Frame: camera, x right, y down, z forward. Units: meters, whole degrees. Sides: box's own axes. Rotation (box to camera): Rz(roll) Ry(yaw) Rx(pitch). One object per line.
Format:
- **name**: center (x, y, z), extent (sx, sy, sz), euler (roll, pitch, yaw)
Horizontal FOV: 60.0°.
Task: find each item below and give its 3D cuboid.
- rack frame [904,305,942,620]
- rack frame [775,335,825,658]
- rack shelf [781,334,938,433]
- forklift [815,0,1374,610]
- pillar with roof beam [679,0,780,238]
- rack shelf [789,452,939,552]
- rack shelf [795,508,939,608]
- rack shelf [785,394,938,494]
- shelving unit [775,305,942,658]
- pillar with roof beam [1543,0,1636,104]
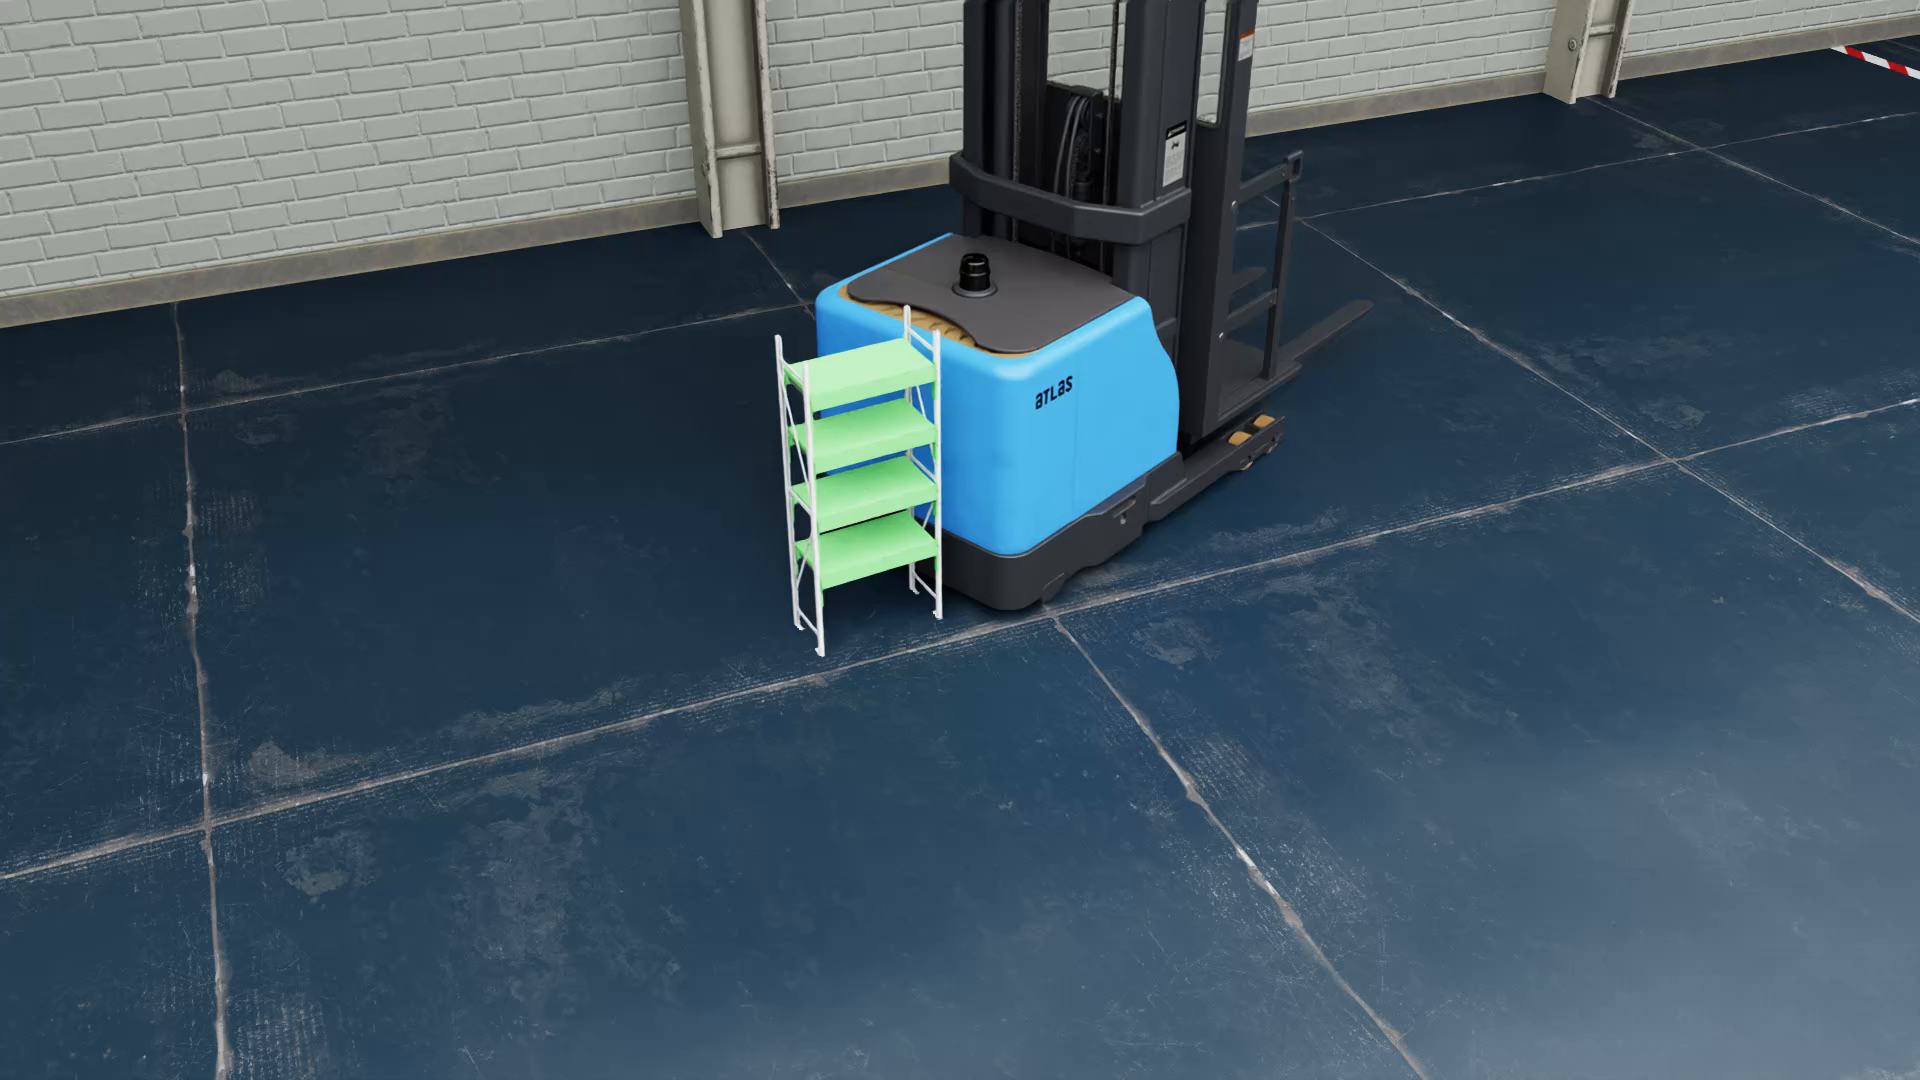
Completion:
- **rack frame**: center (-0.133, -0.259, 6.048), extent (0.015, 1.200, 0.240), euler (-17, 37, -24)
- **rack frame**: center (-0.560, -0.131, 5.851), extent (0.015, 1.200, 0.240), euler (-17, 37, -24)
- **rack shelf**: center (-0.347, -0.544, 5.722), extent (0.480, 0.148, 0.258), euler (-17, 37, -24)
- **forklift**: center (0.782, -1.693, 6.664), extent (1.130, 2.935, 3.031), euler (25, 41, 33)
- **pillar with roof beam**: center (0.399, -3.425, 3.762), extent (0.400, 9.000, 9.100), euler (-13, 35, -19)
- **rack shelf**: center (-0.347, -0.141, 5.984), extent (0.480, 0.148, 0.258), euler (-17, 37, -24)
- **rack shelf**: center (-0.347, 0.060, 6.115), extent (0.480, 0.148, 0.258), euler (-17, 37, -24)
- **rack shelf**: center (-0.347, -0.342, 5.853), extent (0.480, 0.148, 0.258), euler (-17, 37, -24)
- **shelving unit**: center (-0.347, -0.195, 5.949), extent (0.503, 1.200, 0.258), euler (-17, 37, -24)
- **pillar with roof beam**: center (5.932, -4.691, 5.709), extent (0.400, 9.000, 9.100), euler (-13, 35, -19)
